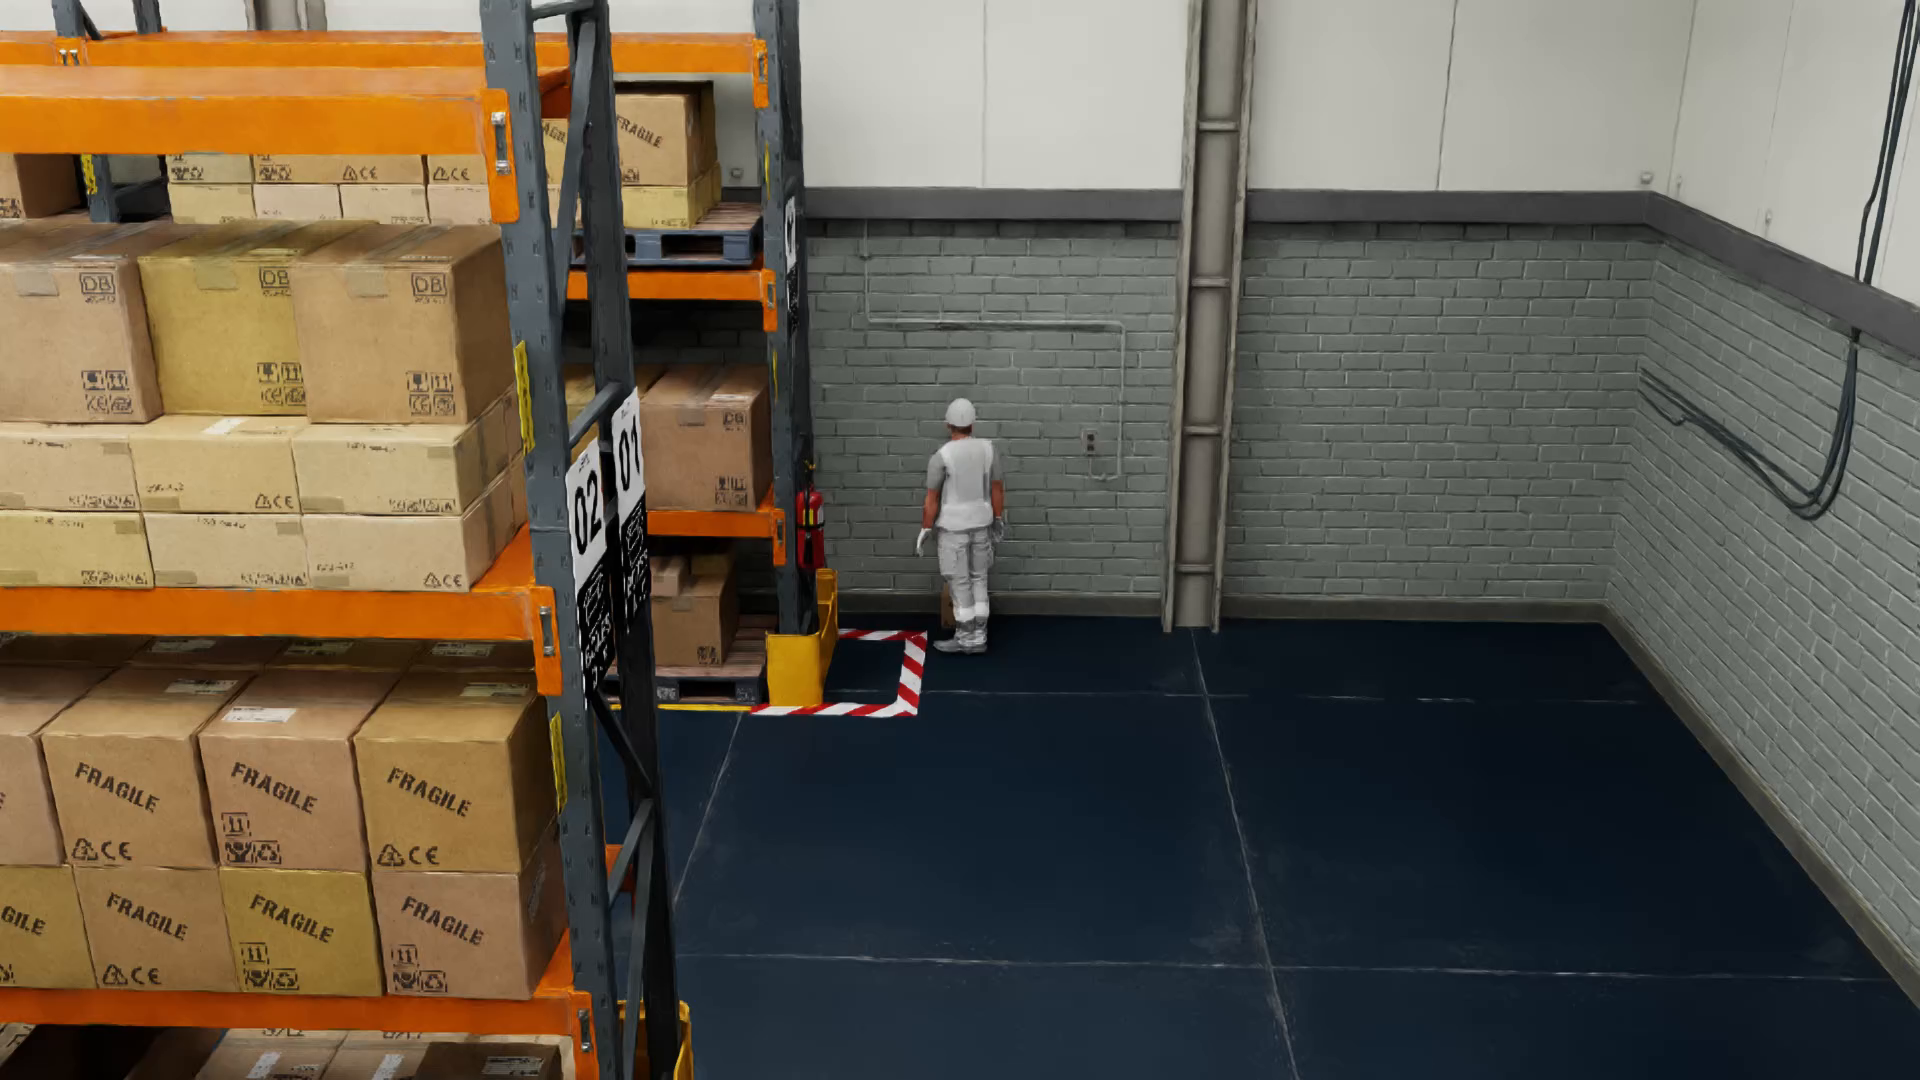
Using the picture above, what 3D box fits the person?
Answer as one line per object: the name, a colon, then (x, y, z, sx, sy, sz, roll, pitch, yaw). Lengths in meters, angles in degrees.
person: (0.001, -0.087, 11.210, 0.628, 1.791, 0.328, -11, 23, -26)
